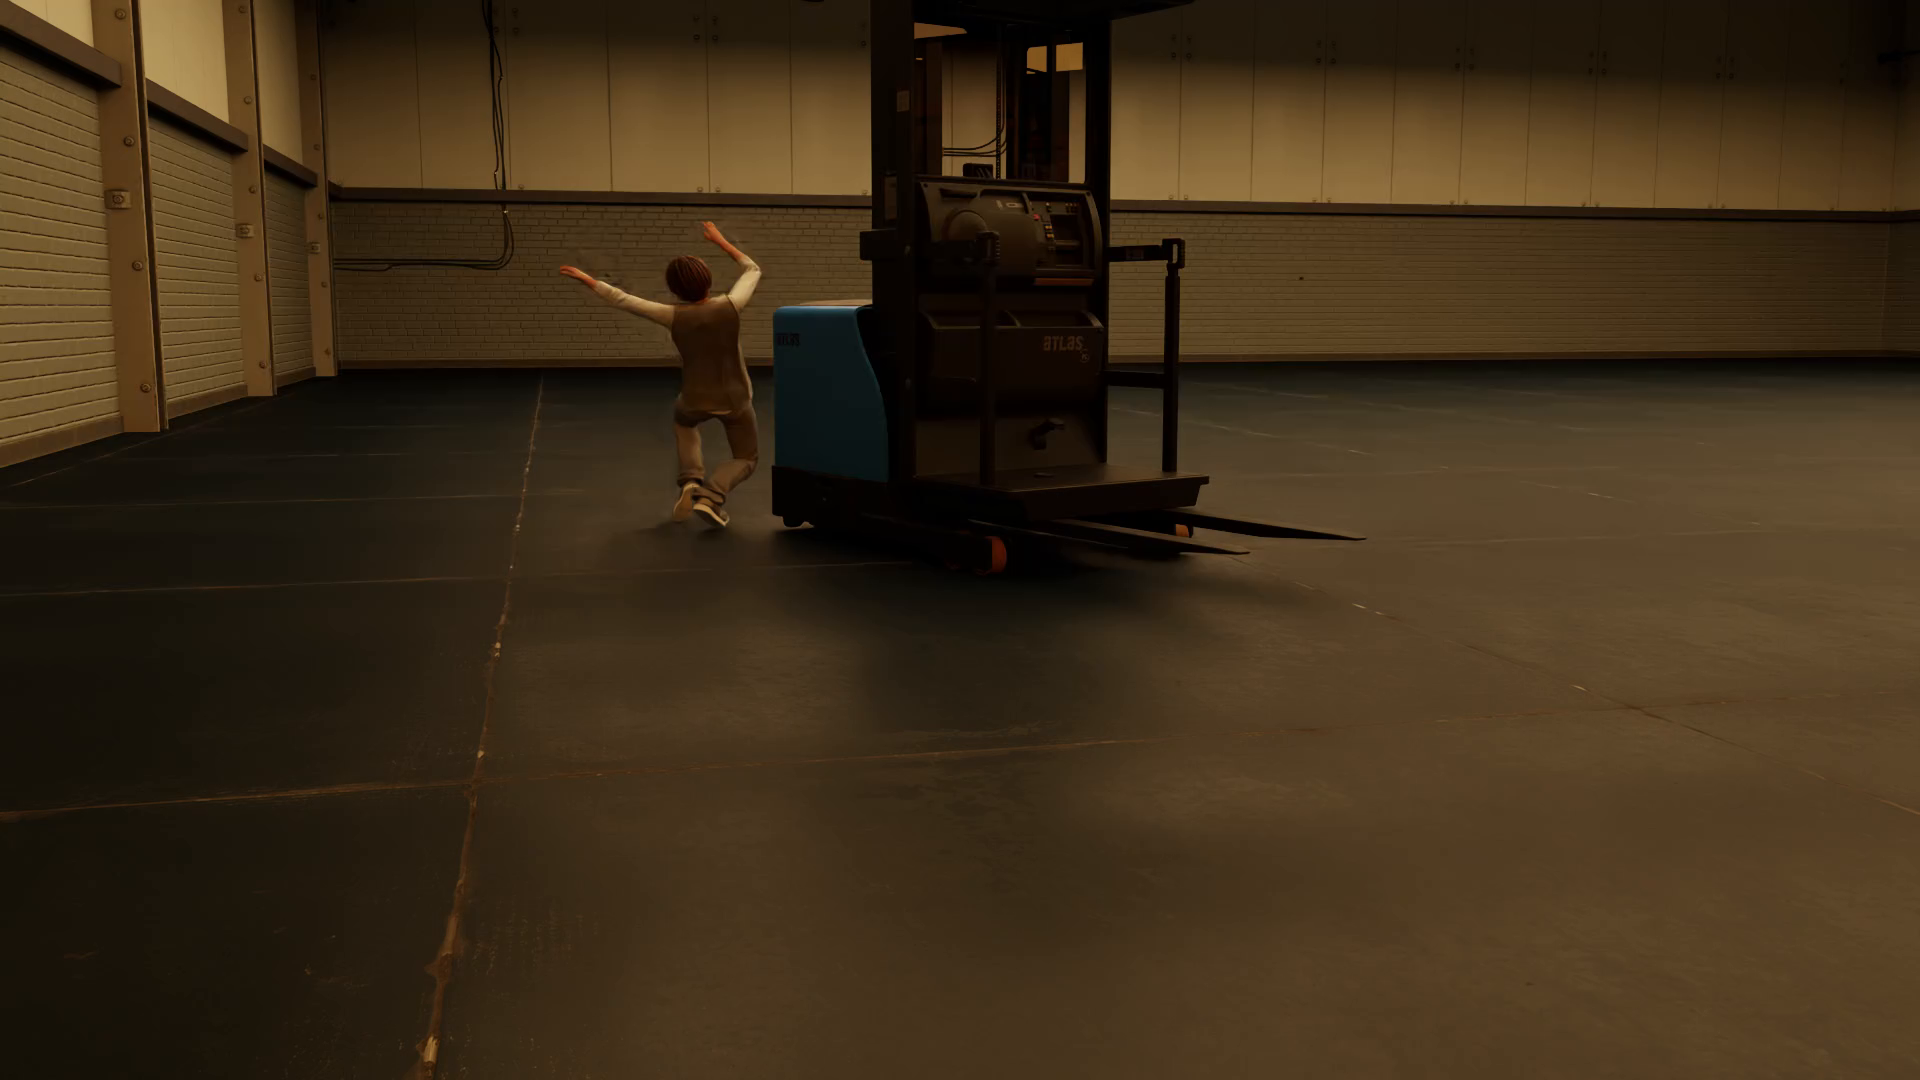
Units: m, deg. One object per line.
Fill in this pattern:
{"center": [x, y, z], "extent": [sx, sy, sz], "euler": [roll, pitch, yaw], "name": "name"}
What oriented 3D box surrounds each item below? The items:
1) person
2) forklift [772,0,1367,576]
{"center": [-1.443, -0.811, 8.189], "extent": [0.947, 1.495, 0.730], "euler": [0, 8, 2], "name": "person"}
{"center": [0.355, -1.383, 7.015], "extent": [1.130, 2.935, 3.031], "euler": [-6, 10, -35], "name": "forklift"}
